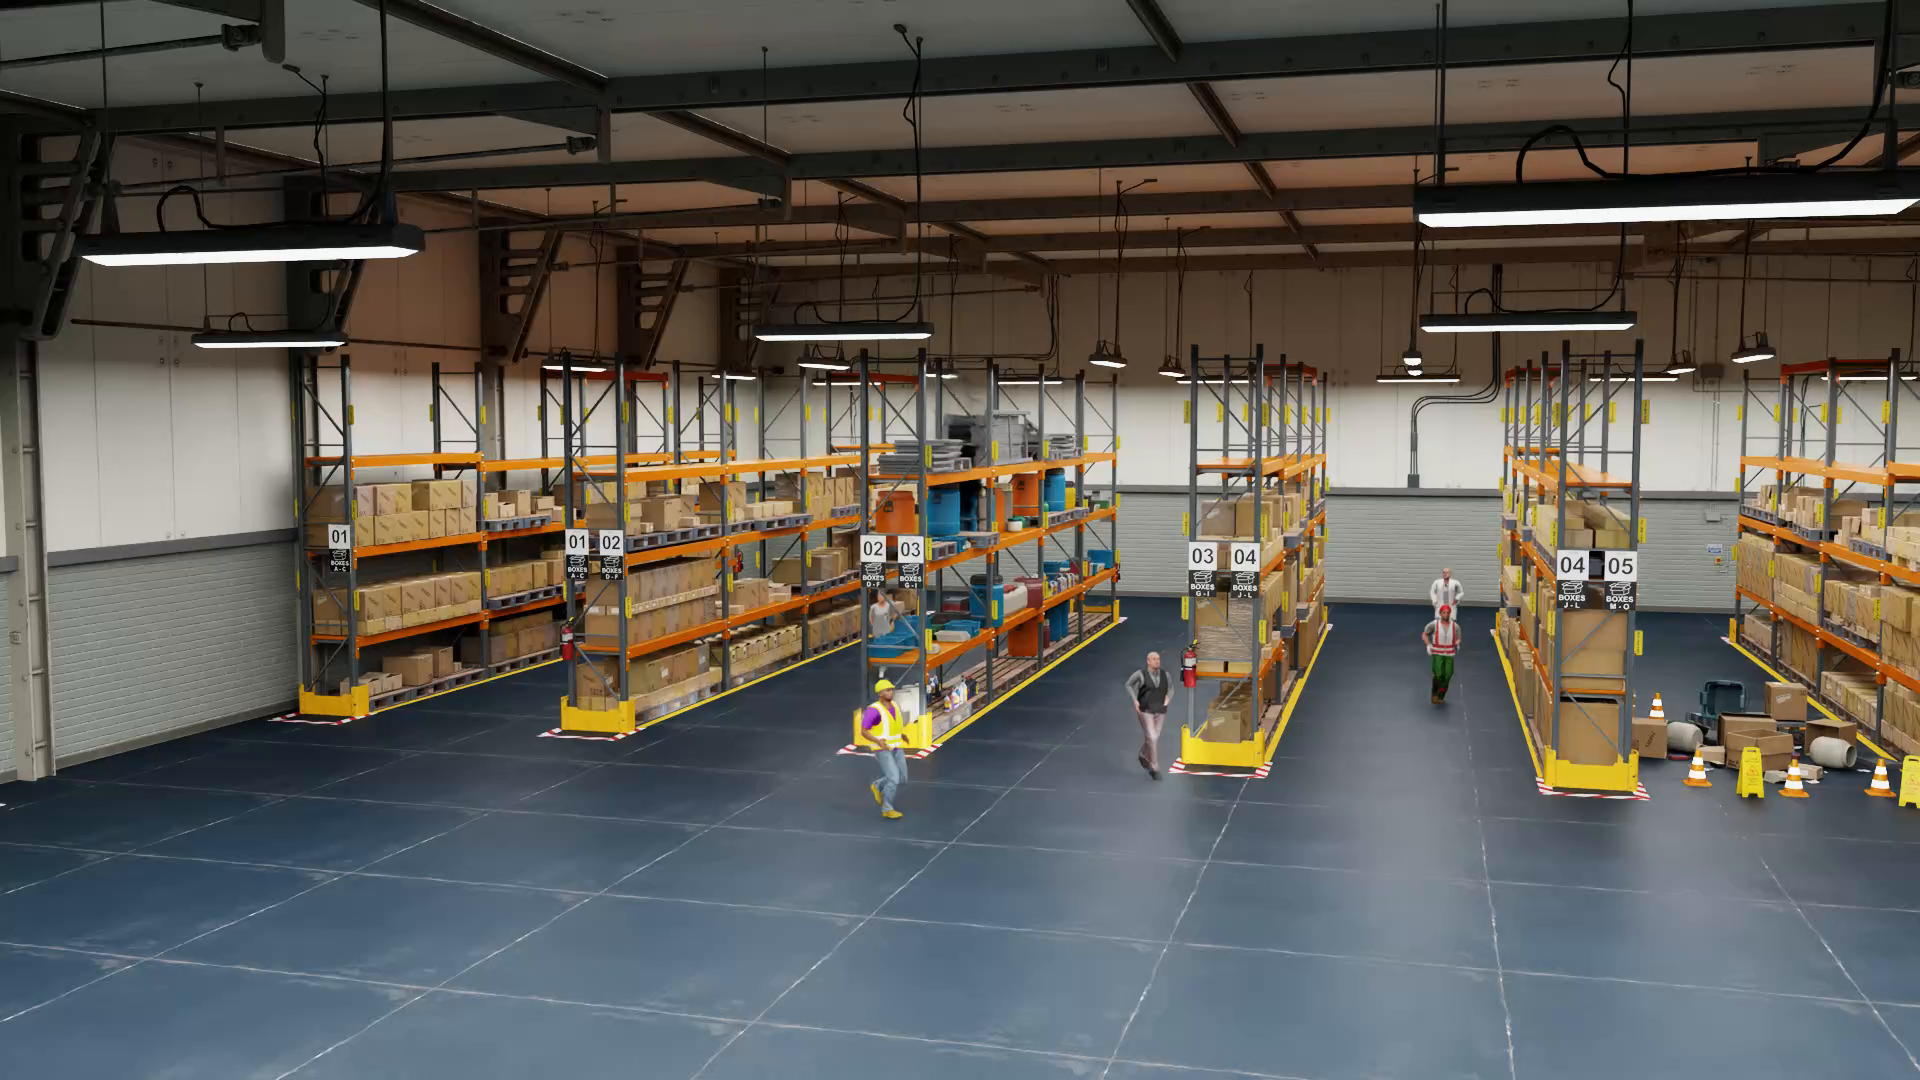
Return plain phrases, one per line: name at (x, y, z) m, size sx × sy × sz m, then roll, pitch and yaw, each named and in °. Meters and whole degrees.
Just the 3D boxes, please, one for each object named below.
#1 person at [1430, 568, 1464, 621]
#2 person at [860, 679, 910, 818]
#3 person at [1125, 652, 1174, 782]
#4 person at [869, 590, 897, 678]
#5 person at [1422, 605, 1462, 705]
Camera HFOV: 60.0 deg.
person at (10.408, 1.472, 35.565) m, size 0.700 × 1.748 × 0.673 m, roll 1°, pitch 5°, yaw 19°
person at (-0.933, 2.590, 20.727) m, size 0.590 × 1.717 × 0.697 m, roll 3°, pitch 6°, yaw 39°
person at (2.649, 2.421, 23.053) m, size 0.663 × 1.757 × 0.840 m, roll -1°, pitch 5°, yaw -19°
person at (-1.493, 1.773, 31.989) m, size 0.550 × 1.656 × 0.926 m, roll 0°, pitch 4°, yaw 3°
person at (8.284, 1.977, 28.481) m, size 0.633 × 1.740 × 0.619 m, roll 0°, pitch 4°, yaw 3°
